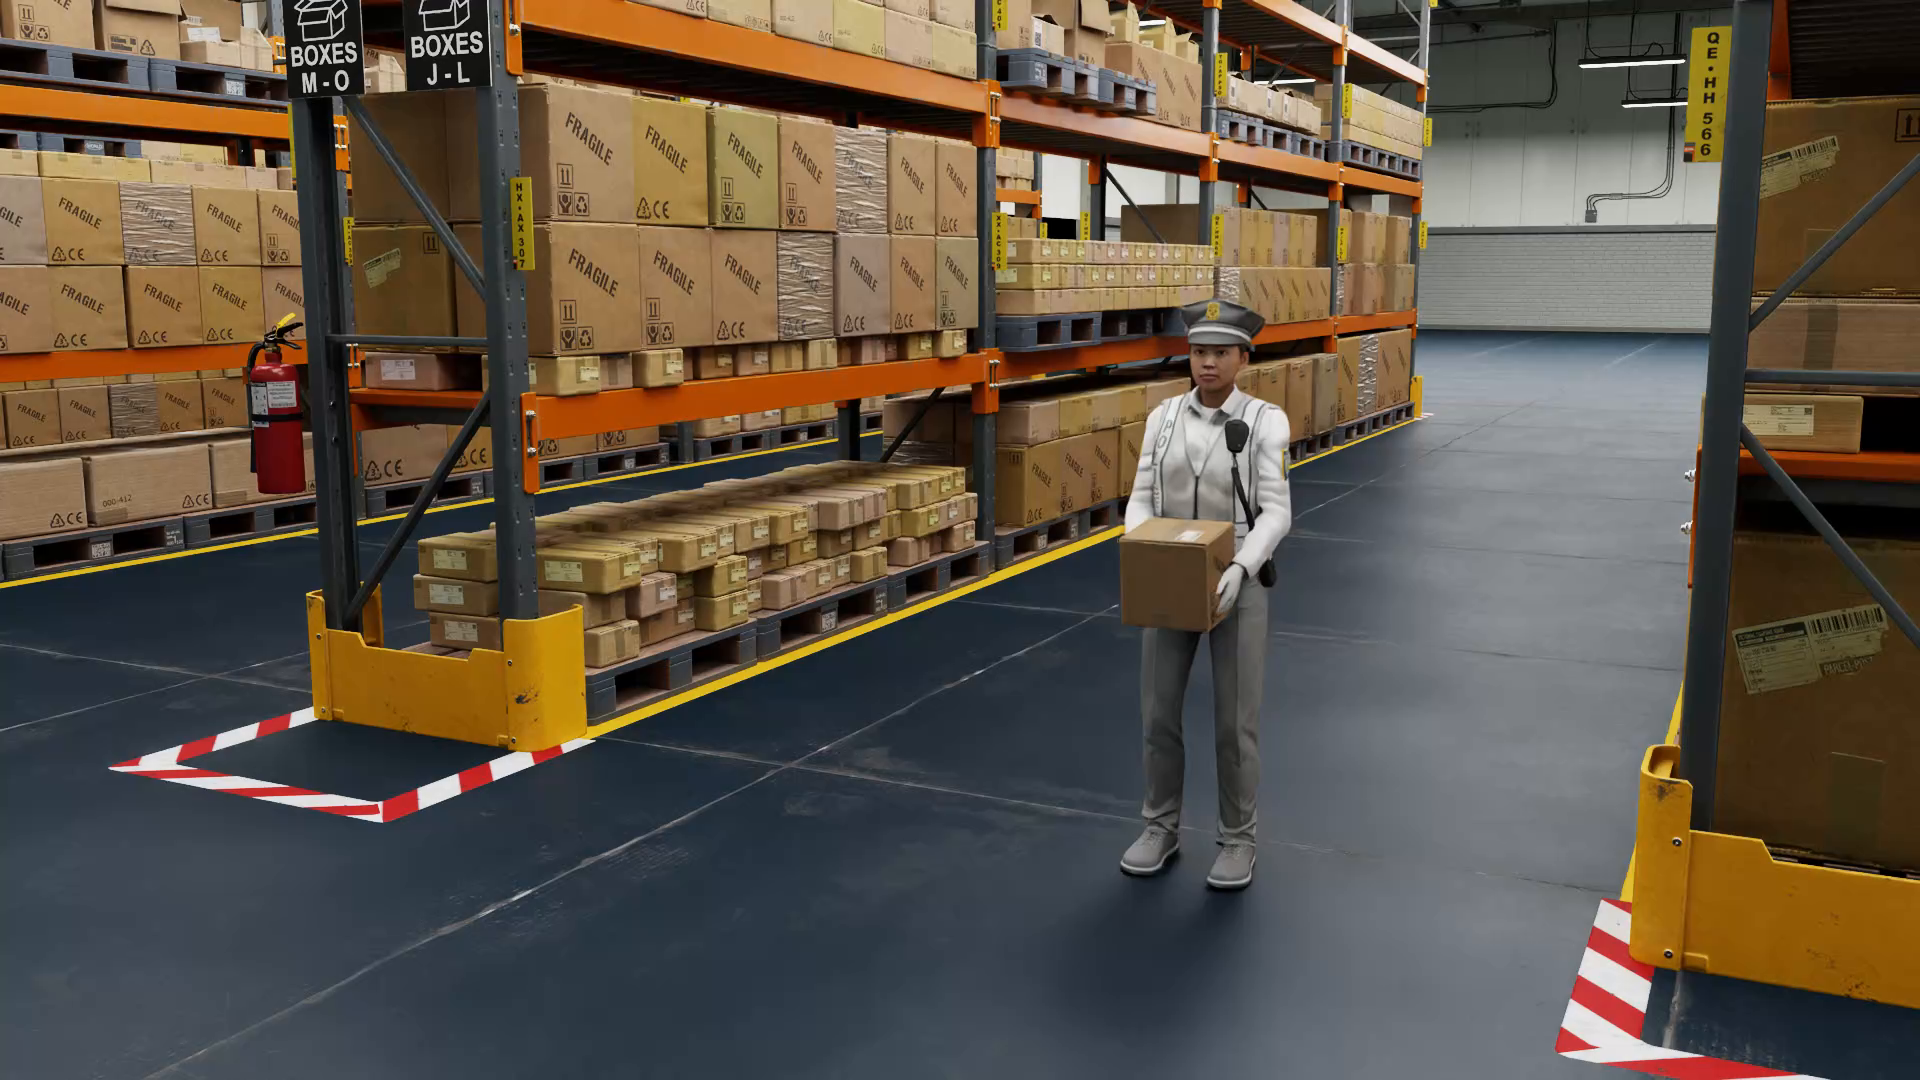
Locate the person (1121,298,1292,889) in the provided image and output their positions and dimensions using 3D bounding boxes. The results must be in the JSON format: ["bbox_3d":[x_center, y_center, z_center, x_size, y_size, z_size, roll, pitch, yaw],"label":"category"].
[{"bbox_3d":[0.693,0.157,4.801,0.489,1.692,0.489,4,10,25],"label":"person"}]
